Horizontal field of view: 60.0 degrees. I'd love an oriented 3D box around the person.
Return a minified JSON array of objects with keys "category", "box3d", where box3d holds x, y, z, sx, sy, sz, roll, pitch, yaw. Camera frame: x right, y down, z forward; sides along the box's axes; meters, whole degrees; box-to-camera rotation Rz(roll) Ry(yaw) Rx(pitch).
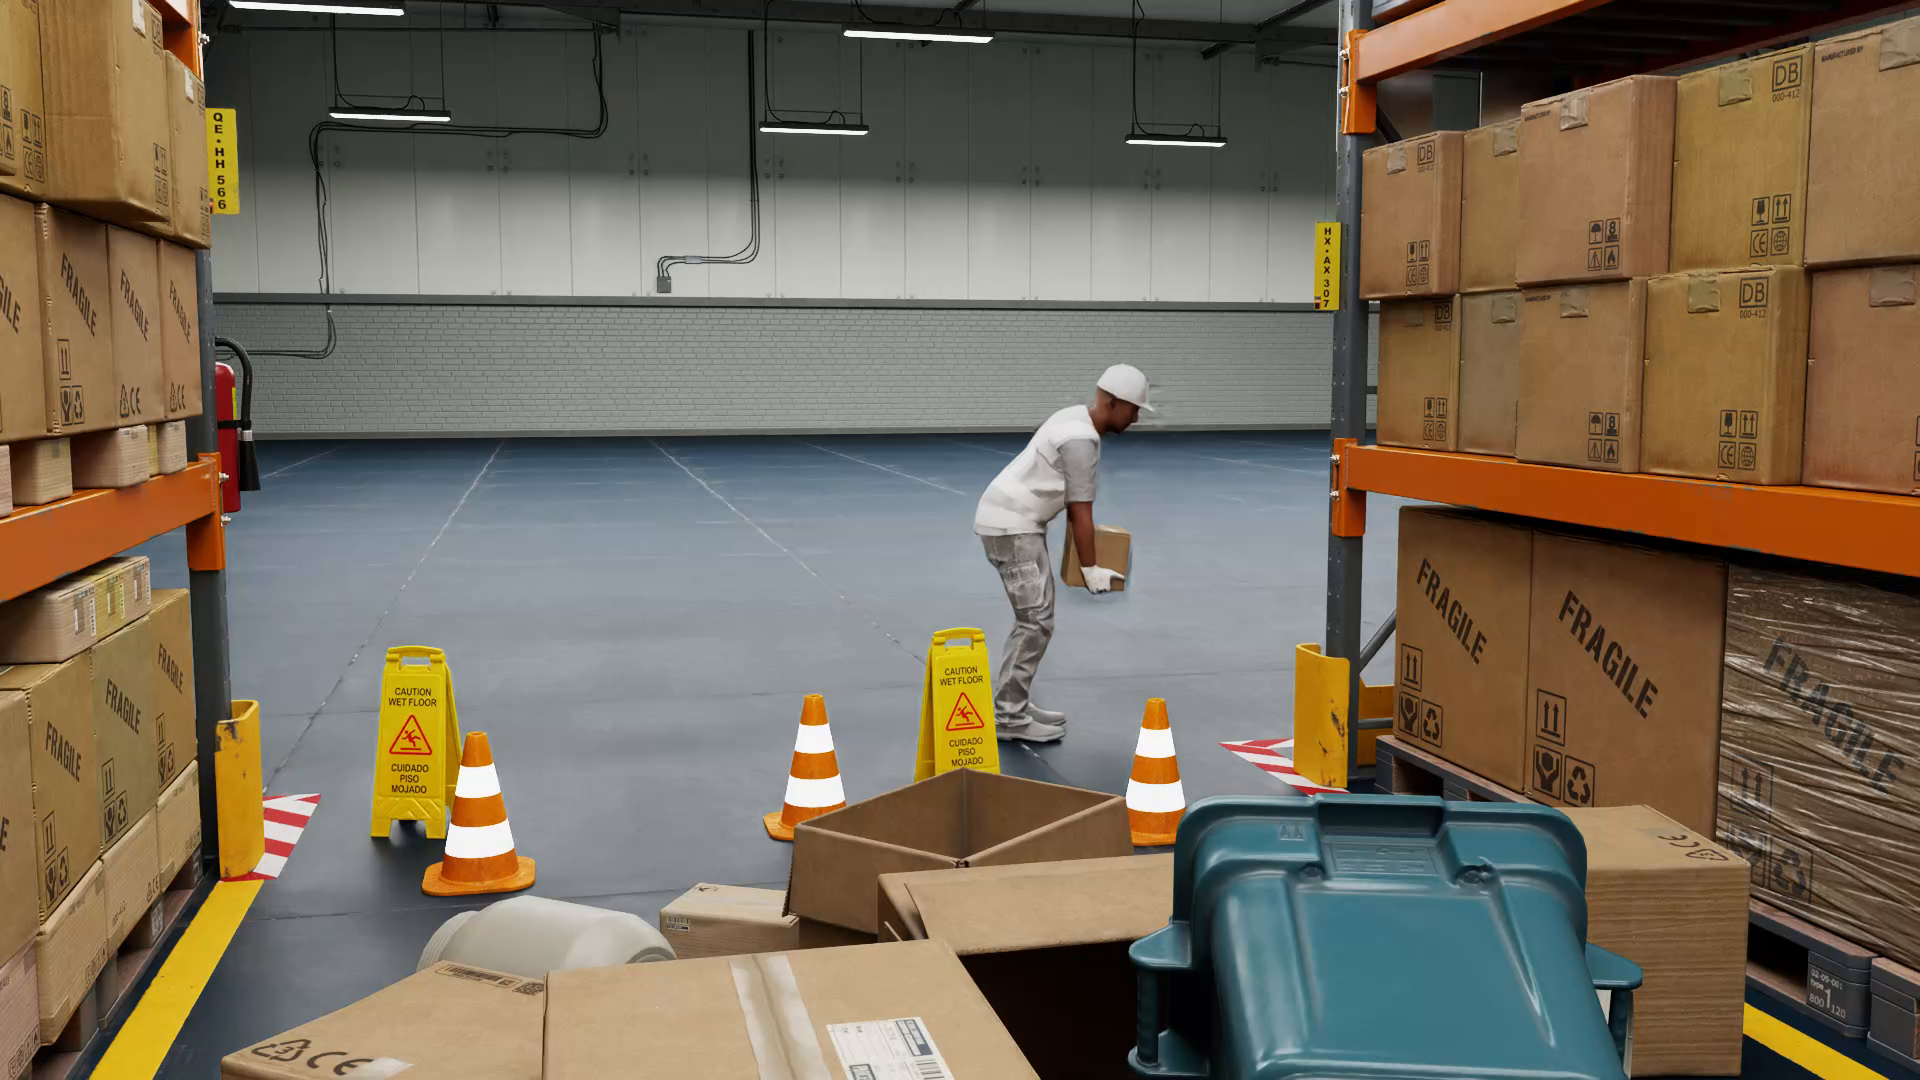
[{"category":"person","box3d":[0.444,0.046,7.192,0.771,1.608,0.475,0,6,3]}]
